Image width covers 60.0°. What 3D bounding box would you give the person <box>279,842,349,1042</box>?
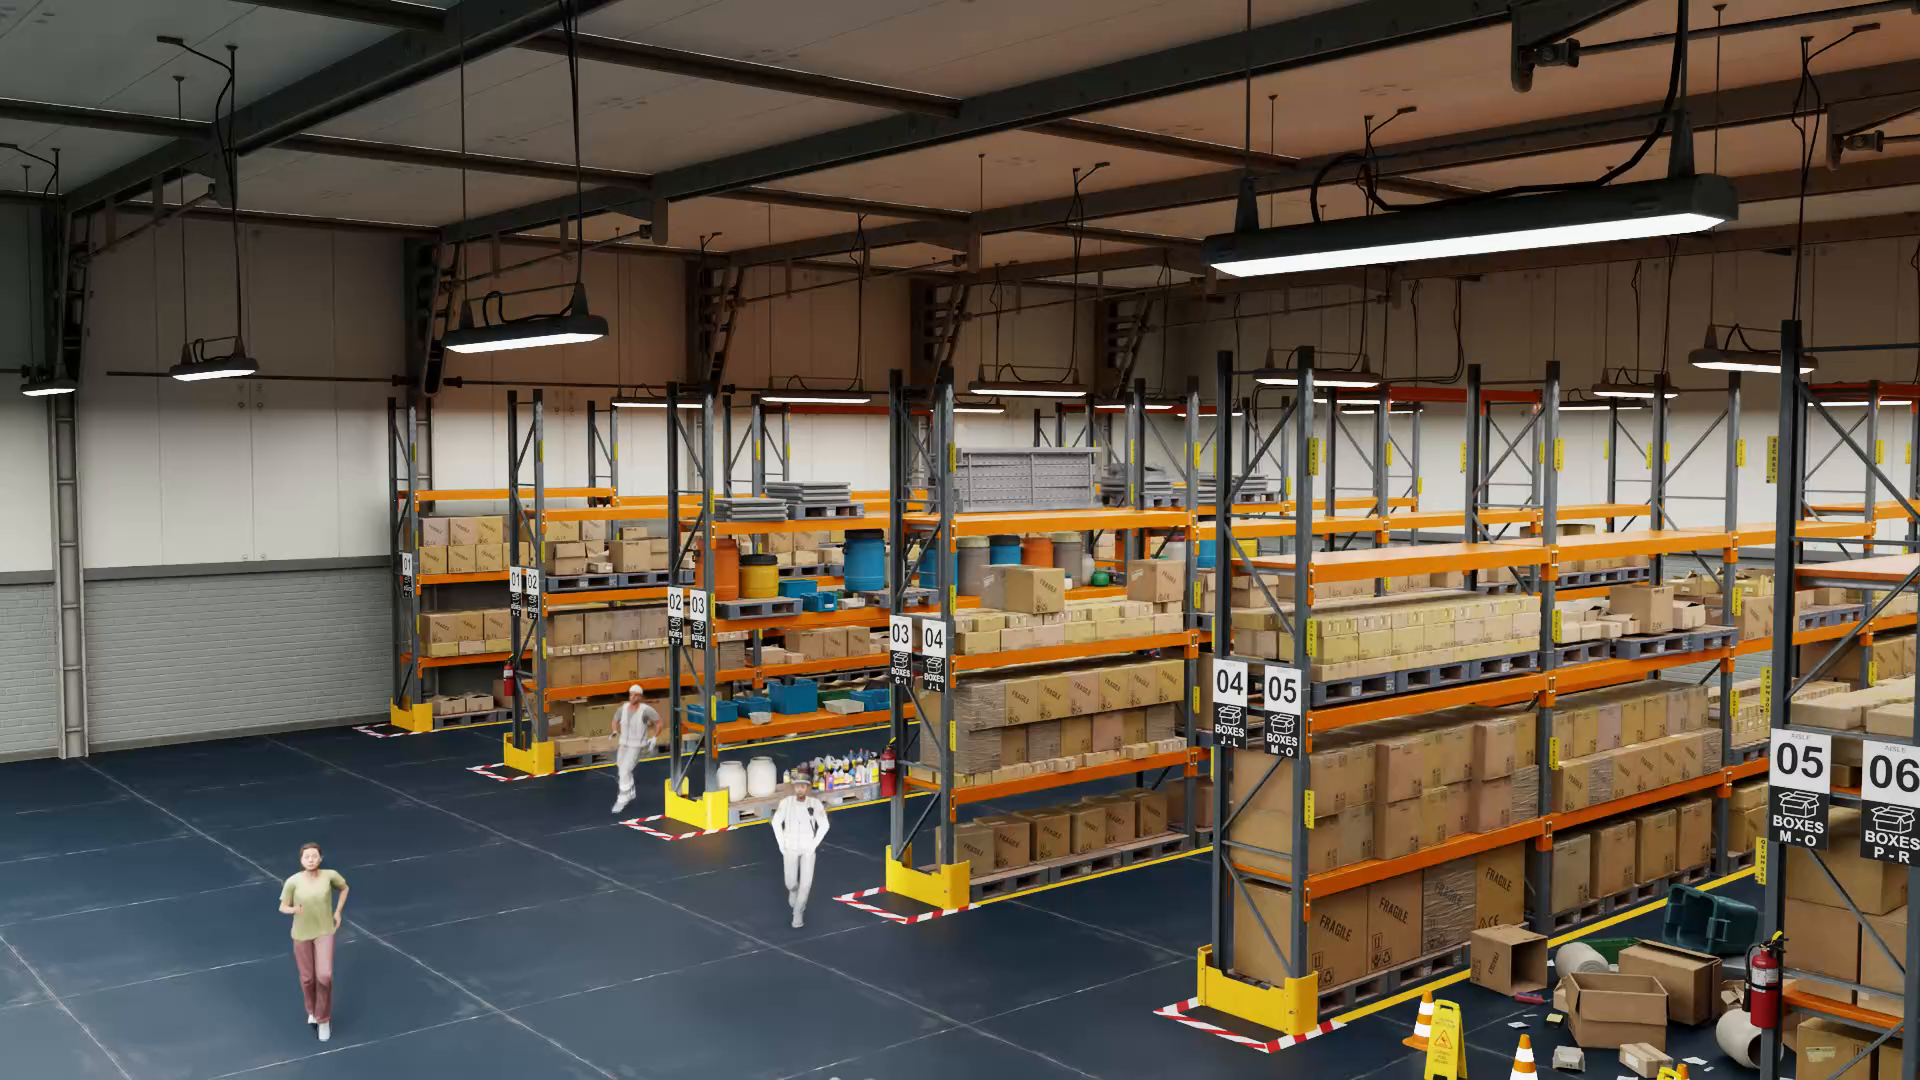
[{"bbox_3d":[-5.631,3.610,14.508,0.558,1.455,0.669,-1,3,-17],"label":"person"}]

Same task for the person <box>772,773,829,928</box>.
[{"bbox_3d":[-1.719,3.303,17.951,0.611,1.661,0.533,0,3,-7],"label":"person"}]

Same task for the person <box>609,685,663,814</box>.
[{"bbox_3d":[-4.595,2.923,23.403,0.718,1.800,0.699,1,4,24],"label":"person"}]
